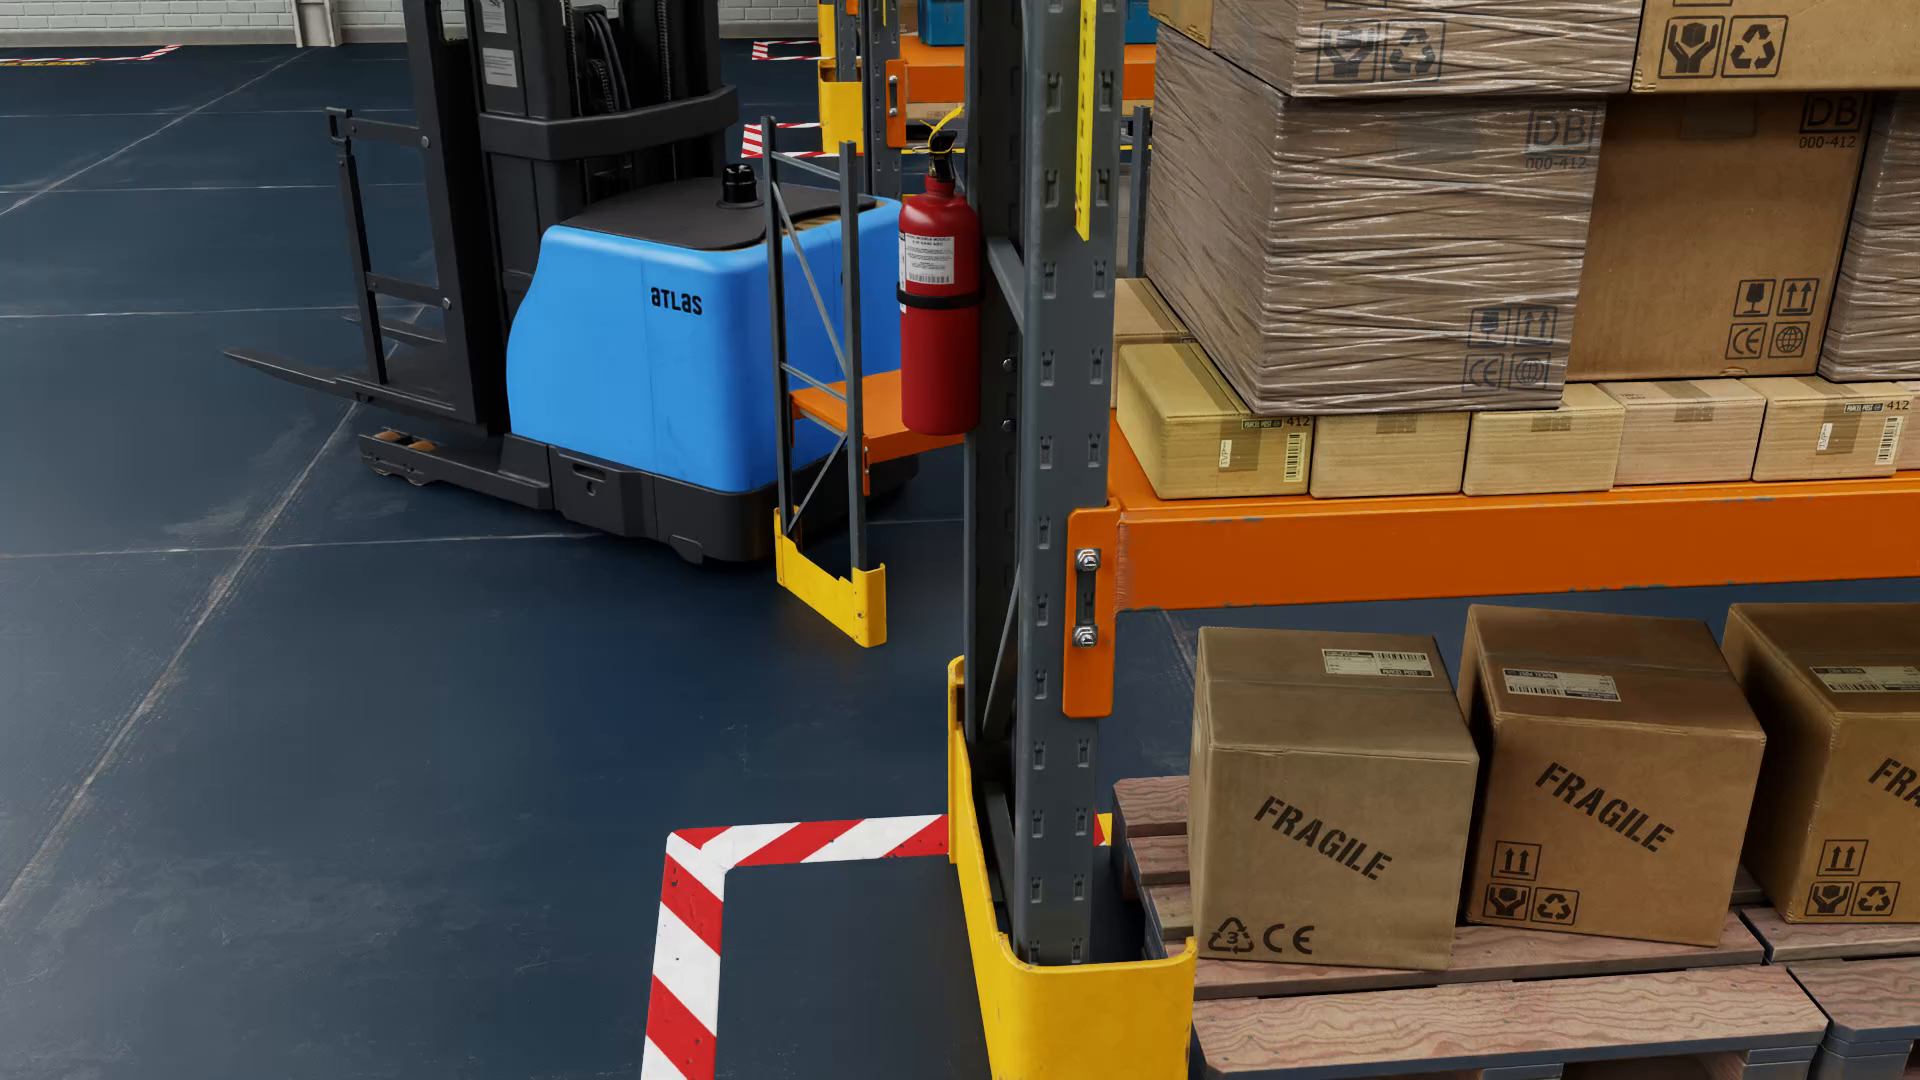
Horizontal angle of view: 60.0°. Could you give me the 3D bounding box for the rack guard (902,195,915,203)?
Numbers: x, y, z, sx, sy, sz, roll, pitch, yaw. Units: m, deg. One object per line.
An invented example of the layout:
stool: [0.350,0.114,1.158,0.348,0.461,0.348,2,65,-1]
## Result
rack guard: [-0.296,-1.292,8.042,0.348,0.500,1.175,-2,24,-5]

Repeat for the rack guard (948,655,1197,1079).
rack guard: [0.195,0.729,3.495,0.348,0.500,1.175,-2,24,-5]

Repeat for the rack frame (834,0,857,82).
rack frame: [-0.850,-4.415,11.989,0.127,3.000,1.000,-2,24,-5]

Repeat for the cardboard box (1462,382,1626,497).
cardboard box: [0.928,-0.217,2.854,0.250,0.149,0.380,-2,24,-5]

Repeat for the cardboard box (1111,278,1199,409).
cardboard box: [0.383,-0.391,3.245,0.250,0.149,0.380,-2,24,-5]

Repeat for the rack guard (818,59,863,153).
rack guard: [-0.874,-3.272,12.495,0.348,0.500,1.175,-2,24,-5]

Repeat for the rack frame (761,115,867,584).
rack frame: [-0.428,-0.461,4.941,0.032,1.500,0.500,-15,28,-30]

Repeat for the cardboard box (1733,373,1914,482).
cardboard box: [1.424,-0.242,2.912,0.250,0.149,0.380,-2,24,-5]

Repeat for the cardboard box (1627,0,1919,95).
cardboard box: [1.192,-0.978,2.537,0.500,0.500,0.500,-2,24,-5]

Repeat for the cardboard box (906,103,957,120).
cardboard box: [-0.295,-3.282,12.309,0.500,0.250,0.500,-2,24,-5]

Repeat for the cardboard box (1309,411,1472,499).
cardboard box: [0.677,-0.213,2.845,0.250,0.149,0.380,-2,24,-5]

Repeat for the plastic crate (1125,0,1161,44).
plastic crate: [0.748,-2.509,7.885,0.408,0.251,0.499,-2,24,-5]

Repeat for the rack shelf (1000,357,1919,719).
rack shelf: [2.110,-0.162,3.306,4.000,0.370,1.077,-2,24,-5]

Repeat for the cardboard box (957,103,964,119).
cardboard box: [0.202,-3.303,12.357,0.500,0.250,0.500,-2,24,-5]

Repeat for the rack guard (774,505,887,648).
rack guard: [-0.412,0.105,5.205,0.087,0.250,0.587,-15,28,-30]

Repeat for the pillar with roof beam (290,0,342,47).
pillar with roof beam: [-6.277,-7.556,11.671,0.400,9.000,9.100,-2,24,-5]

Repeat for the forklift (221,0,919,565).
forklift: [-1.663,-1.702,5.971,3.031,2.935,1.130,15,28,30]

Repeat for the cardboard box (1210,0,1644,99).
cardboard box: [0.694,-0.961,2.498,0.500,0.500,0.500,-2,24,-5]

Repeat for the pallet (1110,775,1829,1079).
pallet: [1.007,0.843,3.595,1.213,0.211,1.003,-2,24,-5]

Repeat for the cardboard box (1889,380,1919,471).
cardboard box: [1.670,-0.263,2.959,0.250,0.149,0.380,-2,24,-5]

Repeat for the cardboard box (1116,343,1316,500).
cardboard box: [0.427,-0.211,2.840,0.250,0.149,0.380,-2,24,-5]

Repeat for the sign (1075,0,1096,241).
sign: [0.173,-0.587,2.311,0.005,0.325,0.100,-2,24,-5]

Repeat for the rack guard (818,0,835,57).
rack guard: [-1.265,-5.278,17.008,0.348,0.500,1.175,-2,24,-5]

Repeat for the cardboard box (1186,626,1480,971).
cardboard box: [0.743,0.522,3.444,0.500,0.500,0.500,2,24,5]

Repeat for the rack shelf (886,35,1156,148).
rack shelf: [1.623,-2.164,7.810,4.000,0.370,1.077,-2,24,-5]

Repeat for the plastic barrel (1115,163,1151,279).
plastic barrel: [0.779,-1.545,8.078,0.421,0.512,0.421,0,24,0]

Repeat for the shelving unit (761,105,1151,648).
shelving unit: [0.003,-0.578,5.203,1.083,1.500,0.587,-15,28,-30]

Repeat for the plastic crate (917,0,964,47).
plastic crate: [0.101,-2.486,7.832,0.616,0.251,0.499,-2,24,-5]

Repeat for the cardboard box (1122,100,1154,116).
cardboard box: [1.198,-3.341,12.442,0.500,0.250,0.500,-2,24,-5]

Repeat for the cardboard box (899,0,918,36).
cardboard box: [-0.346,-3.835,12.629,0.500,0.500,0.500,-2,24,-5]

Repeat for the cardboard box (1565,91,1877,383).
cardboard box: [1.155,-0.671,3.078,0.500,0.500,0.875,-2,24,-5]

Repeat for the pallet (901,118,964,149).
pallet: [-0.093,-3.188,12.663,1.213,0.211,1.003,-2,24,-5]

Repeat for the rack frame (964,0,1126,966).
rack frame: [0.120,-0.411,2.981,0.127,3.000,1.000,-2,24,-5]

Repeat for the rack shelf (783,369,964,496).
rack shelf: [-0.004,-0.411,5.271,1.000,0.185,0.538,-15,28,-30]

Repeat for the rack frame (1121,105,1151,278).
rack frame: [0.419,-0.690,5.455,0.032,1.500,0.500,-15,28,-30]

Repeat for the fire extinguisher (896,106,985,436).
fire extinguisher: [-0.040,-0.557,3.405,0.183,0.674,0.296,-2,24,-5]

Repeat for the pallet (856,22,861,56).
pallet: [-0.453,-5.164,17.108,1.213,0.211,1.003,-2,24,-5]

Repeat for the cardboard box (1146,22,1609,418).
cardboard box: [0.670,-0.603,2.924,0.500,0.500,0.875,-2,24,-5]

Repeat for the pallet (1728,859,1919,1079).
pallet: [2.218,0.795,3.701,1.213,0.211,1.003,-2,24,-5]

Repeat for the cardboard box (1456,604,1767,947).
cardboard box: [1.334,0.484,3.529,0.500,0.500,0.500,4,24,9]

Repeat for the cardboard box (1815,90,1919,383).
cardboard box: [1.657,-0.674,3.084,0.500,0.500,0.875,-2,24,-5]

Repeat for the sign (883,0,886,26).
sign: [-0.317,-2.316,6.928,0.005,0.325,0.100,-2,24,-5]

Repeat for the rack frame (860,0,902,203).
rack frame: [-0.367,-2.413,7.485,0.127,3.000,1.000,-2,24,-5]

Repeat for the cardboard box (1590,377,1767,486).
cardboard box: [1.174,-0.235,2.896,0.250,0.149,0.380,-2,24,-5]

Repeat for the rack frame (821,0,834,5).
rack frame: [-1.341,-6.417,16.494,0.127,3.000,1.000,-2,24,-5]

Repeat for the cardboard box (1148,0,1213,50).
cardboard box: [0.643,-1.171,2.971,0.500,0.500,0.500,-2,24,-5]

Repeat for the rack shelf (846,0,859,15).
rack shelf: [1.140,-4.166,12.315,4.000,0.370,1.077,-2,24,-5]

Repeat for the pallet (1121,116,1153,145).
pallet: [1.118,-3.236,12.769,1.213,0.211,1.003,-2,24,-5]

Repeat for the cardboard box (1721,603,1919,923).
cardboard box: [1.959,0.467,3.568,0.500,0.500,0.500,0,24,0]
